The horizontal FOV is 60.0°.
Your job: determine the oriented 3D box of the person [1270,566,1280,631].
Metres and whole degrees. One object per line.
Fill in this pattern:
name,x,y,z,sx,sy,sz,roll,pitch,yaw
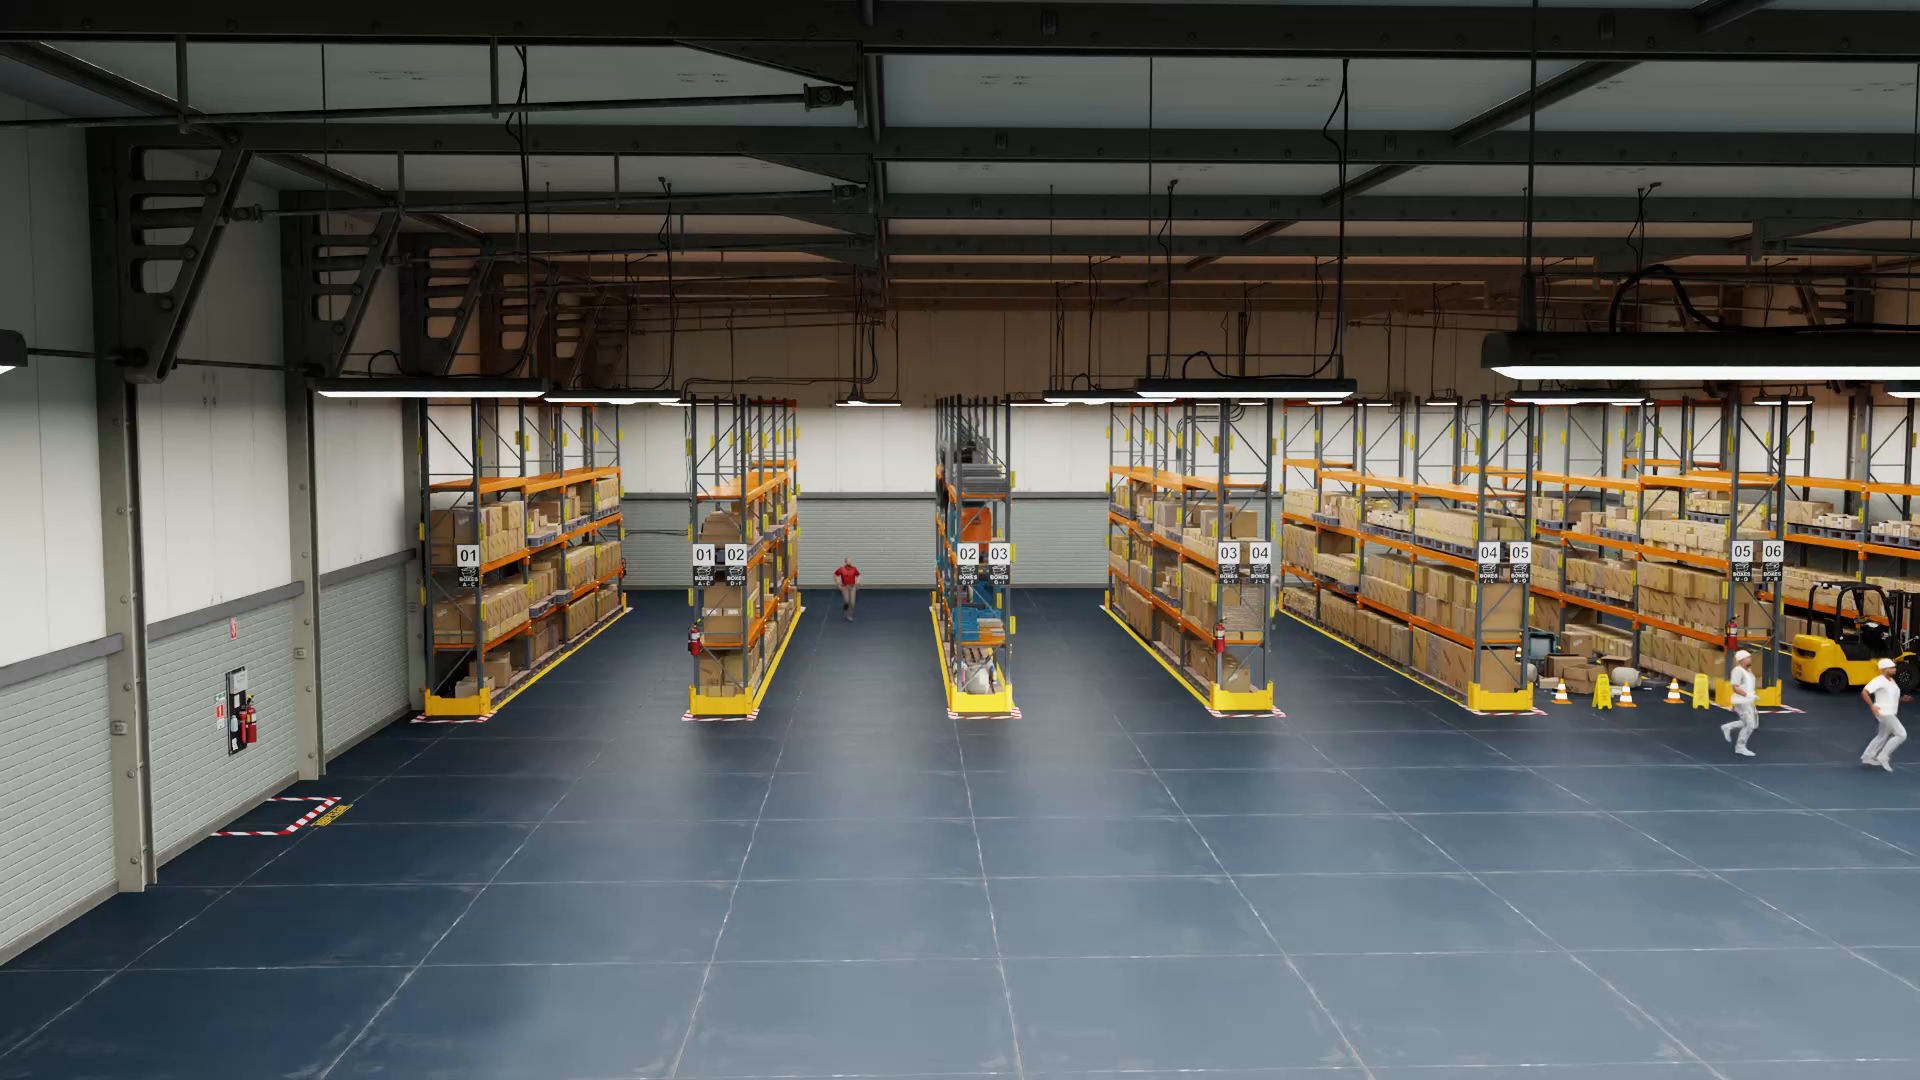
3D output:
person,8.054,1.500,43.104,0.532,1.699,0.714,0,5,5

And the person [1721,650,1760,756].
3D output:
person,12.975,2.690,27.619,0.627,1.739,0.718,3,6,37

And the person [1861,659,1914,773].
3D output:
person,14.683,2.772,26.325,0.714,1.782,0.670,4,6,40

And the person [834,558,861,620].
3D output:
person,-3.023,1.335,45.253,0.730,1.706,0.617,-2,5,-21
